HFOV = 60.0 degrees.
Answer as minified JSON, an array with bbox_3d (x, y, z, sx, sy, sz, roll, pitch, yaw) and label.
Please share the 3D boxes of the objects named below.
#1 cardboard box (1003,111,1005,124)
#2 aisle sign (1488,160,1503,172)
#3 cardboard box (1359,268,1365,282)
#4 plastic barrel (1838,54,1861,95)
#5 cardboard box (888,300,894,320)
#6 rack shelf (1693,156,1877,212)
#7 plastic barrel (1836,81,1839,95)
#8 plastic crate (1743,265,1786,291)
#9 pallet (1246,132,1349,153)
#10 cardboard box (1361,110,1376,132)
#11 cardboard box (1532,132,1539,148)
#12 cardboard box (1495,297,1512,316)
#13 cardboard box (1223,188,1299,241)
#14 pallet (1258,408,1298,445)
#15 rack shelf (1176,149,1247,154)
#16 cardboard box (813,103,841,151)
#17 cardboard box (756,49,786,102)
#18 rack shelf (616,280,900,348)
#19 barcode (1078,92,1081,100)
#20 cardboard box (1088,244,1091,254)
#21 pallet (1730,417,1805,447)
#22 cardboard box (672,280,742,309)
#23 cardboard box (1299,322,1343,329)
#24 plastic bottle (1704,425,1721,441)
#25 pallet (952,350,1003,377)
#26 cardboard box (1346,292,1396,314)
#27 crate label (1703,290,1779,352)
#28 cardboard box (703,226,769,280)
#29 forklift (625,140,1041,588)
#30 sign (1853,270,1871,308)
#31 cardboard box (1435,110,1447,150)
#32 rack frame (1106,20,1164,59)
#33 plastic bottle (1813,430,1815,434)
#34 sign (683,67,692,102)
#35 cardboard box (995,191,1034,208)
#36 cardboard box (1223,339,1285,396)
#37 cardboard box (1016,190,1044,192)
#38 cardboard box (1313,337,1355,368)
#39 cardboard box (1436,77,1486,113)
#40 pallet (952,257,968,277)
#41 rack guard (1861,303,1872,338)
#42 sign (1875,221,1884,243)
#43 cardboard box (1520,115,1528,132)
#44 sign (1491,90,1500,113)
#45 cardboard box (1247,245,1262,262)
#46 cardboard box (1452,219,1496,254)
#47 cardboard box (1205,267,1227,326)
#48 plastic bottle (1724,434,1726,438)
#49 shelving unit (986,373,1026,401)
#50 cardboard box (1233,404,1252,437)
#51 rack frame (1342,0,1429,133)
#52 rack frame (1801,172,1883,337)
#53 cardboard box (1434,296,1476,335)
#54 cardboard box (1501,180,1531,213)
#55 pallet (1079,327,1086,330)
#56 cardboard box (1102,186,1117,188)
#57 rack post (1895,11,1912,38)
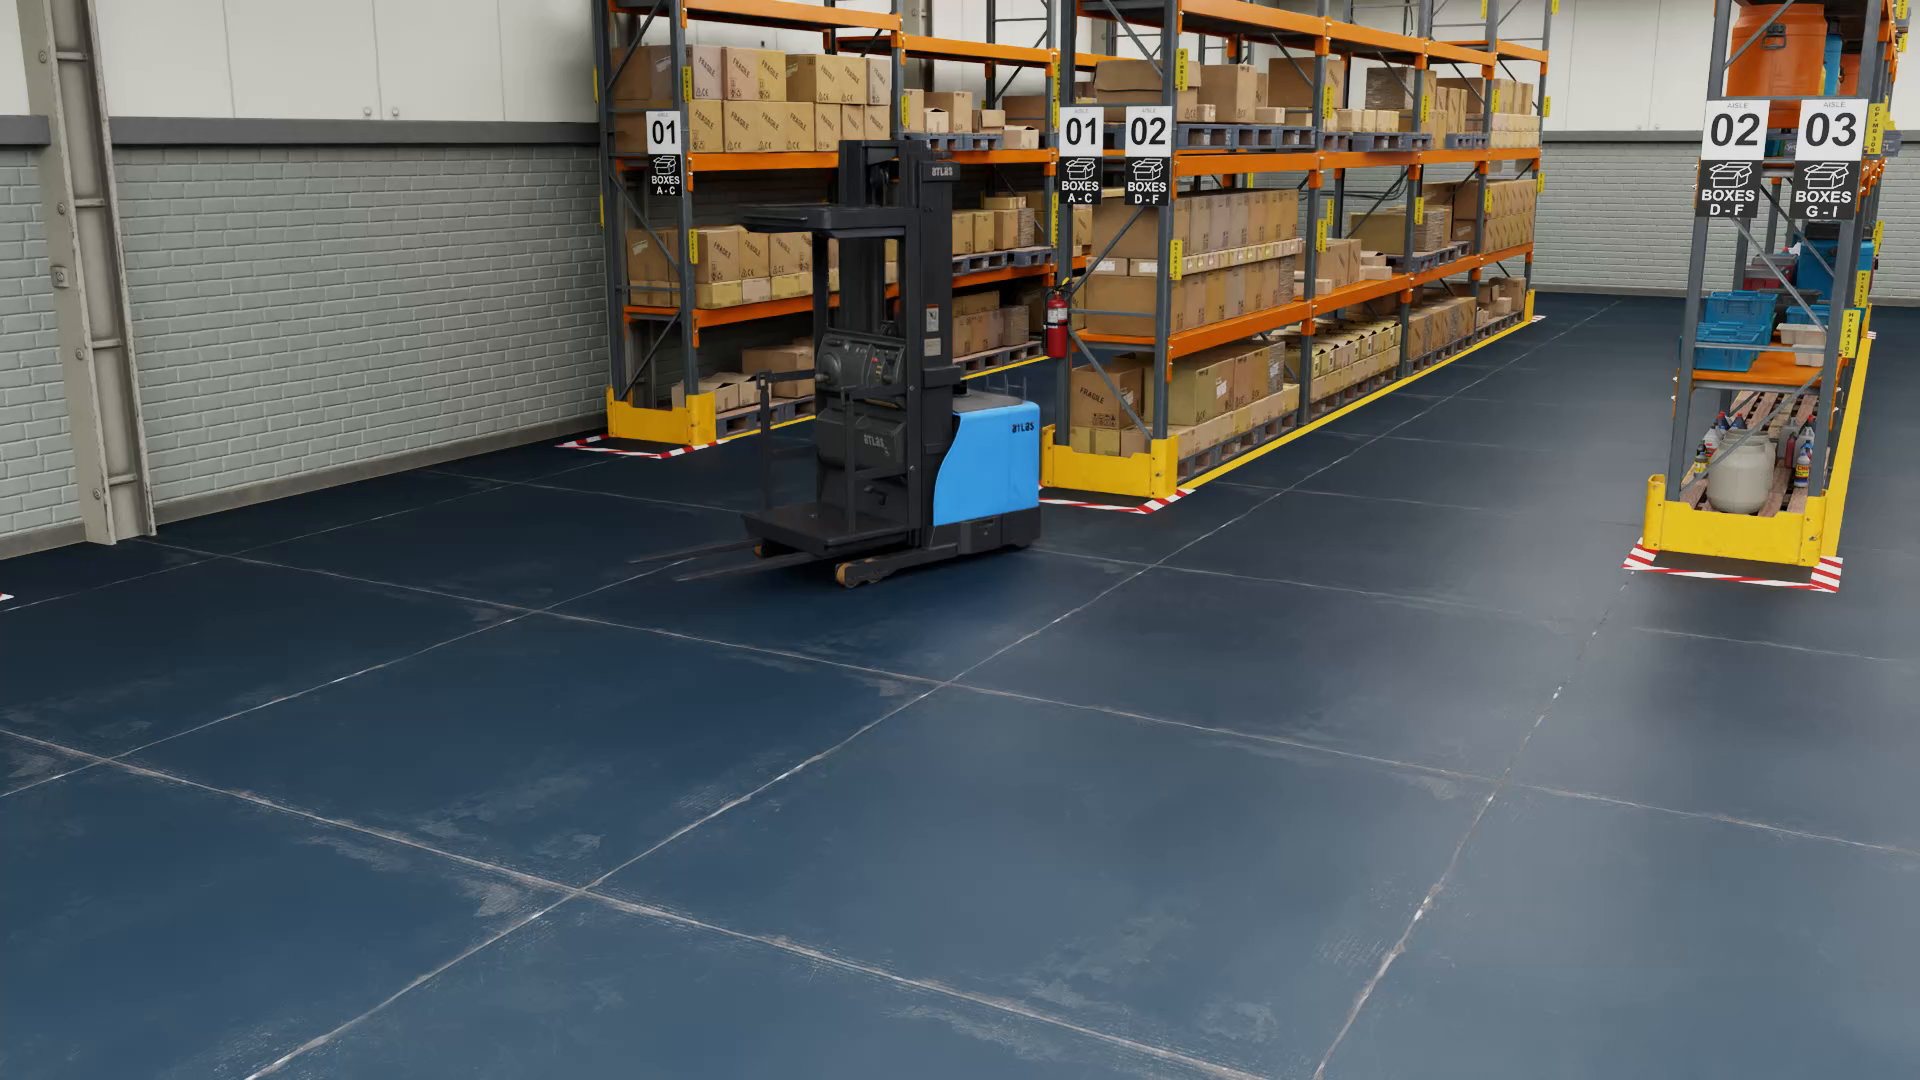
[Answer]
[{"bbox_3d":[0.272,-5.504,22.306,0.500,0.500,0.500,7,15,28],"label":"cardboard box"},{"bbox_3d":[8.803,-6.501,27.550,0.394,0.787,0.004,7,15,28],"label":"aisle sign"},{"bbox_3d":[4.593,-3.158,19.769,0.380,0.149,0.250,9,16,32],"label":"cardboard box"},{"bbox_3d":[9.771,-4.973,18.551,0.600,0.830,0.708,7,15,28],"label":"plastic barrel"},{"bbox_3d":[-0.561,-2.895,20.936,0.500,0.250,0.500,7,15,27],"label":"cardboard box"},{"bbox_3d":[6.594,-2.864,13.147,1.077,0.370,4.000,7,15,28],"label":"rack shelf"},{"bbox_3d":[8.591,-4.375,16.965,0.600,0.830,0.708,7,15,28],"label":"plastic barrel"},{"bbox_3d":[7.527,-2.331,15.664,0.402,0.464,0.583,7,15,28],"label":"plastic crate"},{"bbox_3d":[3.641,-4.275,17.875,0.805,0.209,1.217,7,15,26],"label":"pallet"},{"bbox_3d":[4.466,-4.812,19.119,0.500,0.250,0.500,7,15,27],"label":"cardboard box"},{"bbox_3d":[9.010,-6.440,26.764,0.500,0.250,0.500,7,15,28],"label":"cardboard box"},{"bbox_3d":[8.494,-3.736,26.557,0.500,0.250,0.500,7,15,28],"label":"cardboard box"},{"bbox_3d":[3.017,-3.315,16.903,0.700,0.500,0.500,7,15,28],"label":"cardboard box"},{"bbox_3d":[2.805,-1.214,17.117,1.003,0.211,1.213,7,15,28],"label":"pallet"},{"bbox_3d":[3.722,-6.448,28.015,1.077,0.370,4.000,7,15,28],"label":"rack shelf"},{"bbox_3d":[-1.630,-4.453,17.947,0.500,0.500,0.500,7,15,26],"label":"cardboard box"},{"bbox_3d":[-2.122,-4.725,16.943,0.500,0.500,0.500,8,16,30],"label":"cardboard box"},{"bbox_3d":[-2.079,-2.528,18.154,1.077,0.370,4.000,7,15,28],"label":"rack shelf"},{"bbox_3d":[1.016,-3.764,14.107,0.001,0.075,0.075,7,15,28],"label":"barcode"},{"bbox_3d":[1.781,-4.305,24.482,0.380,0.149,0.250,8,16,29],"label":"cardboard box"},{"bbox_3d":[7.906,-0.975,16.129,1.003,0.211,1.213,7,15,28],"label":"pallet"},{"bbox_3d":[-2.532,-2.468,16.649,0.500,0.250,0.500,7,15,26],"label":"cardboard box"},{"bbox_3d":[4.403,-2.505,20.300,0.500,0.311,0.500,7,15,27],"label":"cardboard box"},{"bbox_3d":[6.420,-0.809,14.202,0.144,0.351,0.185,8,16,30],"label":"plastic bottle"},{"bbox_3d":[-0.148,-2.344,21.804,1.003,0.211,1.213,7,15,28],"label":"pallet"},{"bbox_3d":[5.430,-3.142,21.961,0.500,0.250,0.500,8,16,30],"label":"cardboard box"},{"bbox_3d":[6.280,-1.770,13.401,0.502,0.435,0.616,7,15,28],"label":"crate label"},{"bbox_3d":[-2.304,-2.933,16.976,0.500,0.500,0.500,7,15,28],"label":"cardboard box"},{"bbox_3d":[-0.853,-1.242,11.432,3.031,2.935,1.130,-11,18,-39],"label":"forklift"},{"bbox_3d":[8.037,-2.236,14.816,0.100,0.325,0.005,7,15,28],"label":"sign"},{"bbox_3d":[5.839,-5.360,21.751,0.910,0.500,0.500,7,15,28],"label":"cardboard box"},{"bbox_3d":[2.755,-7.846,25.877,1.000,3.000,0.127,7,15,28],"label":"rack frame"},{"bbox_3d":[7.366,-0.817,14.378,0.061,0.283,0.133,9,16,32],"label":"plastic bottle"},{"bbox_3d":[-2.571,-4.289,15.659,0.100,0.325,0.005,7,15,28],"label":"sign"},{"bbox_3d":[0.814,-4.799,23.547,0.500,0.250,0.500,8,16,30],"label":"cardboard box"},{"bbox_3d":[2.941,-1.738,16.715,0.500,0.500,0.500,7,15,28],"label":"cardboard box"},{"bbox_3d":[1.067,-4.904,23.986,0.500,0.250,0.500,7,15,26],"label":"cardboard box"},{"bbox_3d":[4.140,-2.133,18.753,0.500,0.311,0.500,7,15,26],"label":"cardboard box"},{"bbox_3d":[7.295,-6.466,24.206,0.700,0.500,0.500,7,15,28],"label":"cardboard box"},{"bbox_3d":[-0.615,-3.335,20.376,1.003,0.211,1.213,7,15,28],"label":"pallet"},{"bbox_3d":[13.362,-3.419,25.648,1.175,0.500,0.348,7,15,28],"label":"rack guard"},{"bbox_3d":[13.851,-4.648,25.064,0.100,0.325,0.005,7,15,28],"label":"sign"},{"bbox_3d":[8.515,-6.479,25.860,0.500,0.250,0.500,7,15,28],"label":"cardboard box"},{"bbox_3d":[7.581,-6.208,23.539,0.100,0.325,0.005,7,15,28],"label":"sign"},{"bbox_3d":[2.667,-2.751,15.947,0.380,0.149,0.250,8,16,30],"label":"cardboard box"},{"bbox_3d":[7.578,-4.491,24.549,0.500,0.500,0.500,8,16,30],"label":"cardboard box"},{"bbox_3d":[2.024,-2.259,15.292,0.700,0.500,0.500,7,15,28],"label":"cardboard box"},{"bbox_3d":[6.652,-0.799,14.321,0.152,0.276,0.135,7,15,28],"label":"plastic bottle"},{"bbox_3d":[0.347,-0.653,12.682,0.189,1.200,0.258,-11,18,-39],"label":"shelving unit"},{"bbox_3d":[2.473,-1.167,15.944,0.500,0.250,0.500,7,15,28],"label":"cardboard box"},{"bbox_3d":[5.160,-6.465,20.148,1.000,3.000,0.127,7,15,28],"label":"rack frame"},{"bbox_3d":[13.361,-4.628,25.328,1.000,3.000,0.127,7,15,28],"label":"rack frame"},{"bbox_3d":[7.106,-3.234,23.942,0.500,0.500,0.500,7,15,28],"label":"cardboard box"},{"bbox_3d":[8.809,-5.498,26.592,0.500,0.500,0.500,8,16,30],"label":"cardboard box"},{"bbox_3d":[1.859,-3.156,25.172,1.003,0.211,1.213,7,15,28],"label":"pallet"},{"bbox_3d":[2.305,-5.432,26.174,0.500,0.250,0.500,8,16,30],"label":"cardboard box"},{"bbox_3d":[10.561,-6.051,19.497,0.937,0.300,0.954,9,16,34],"label":"rack post"}]
